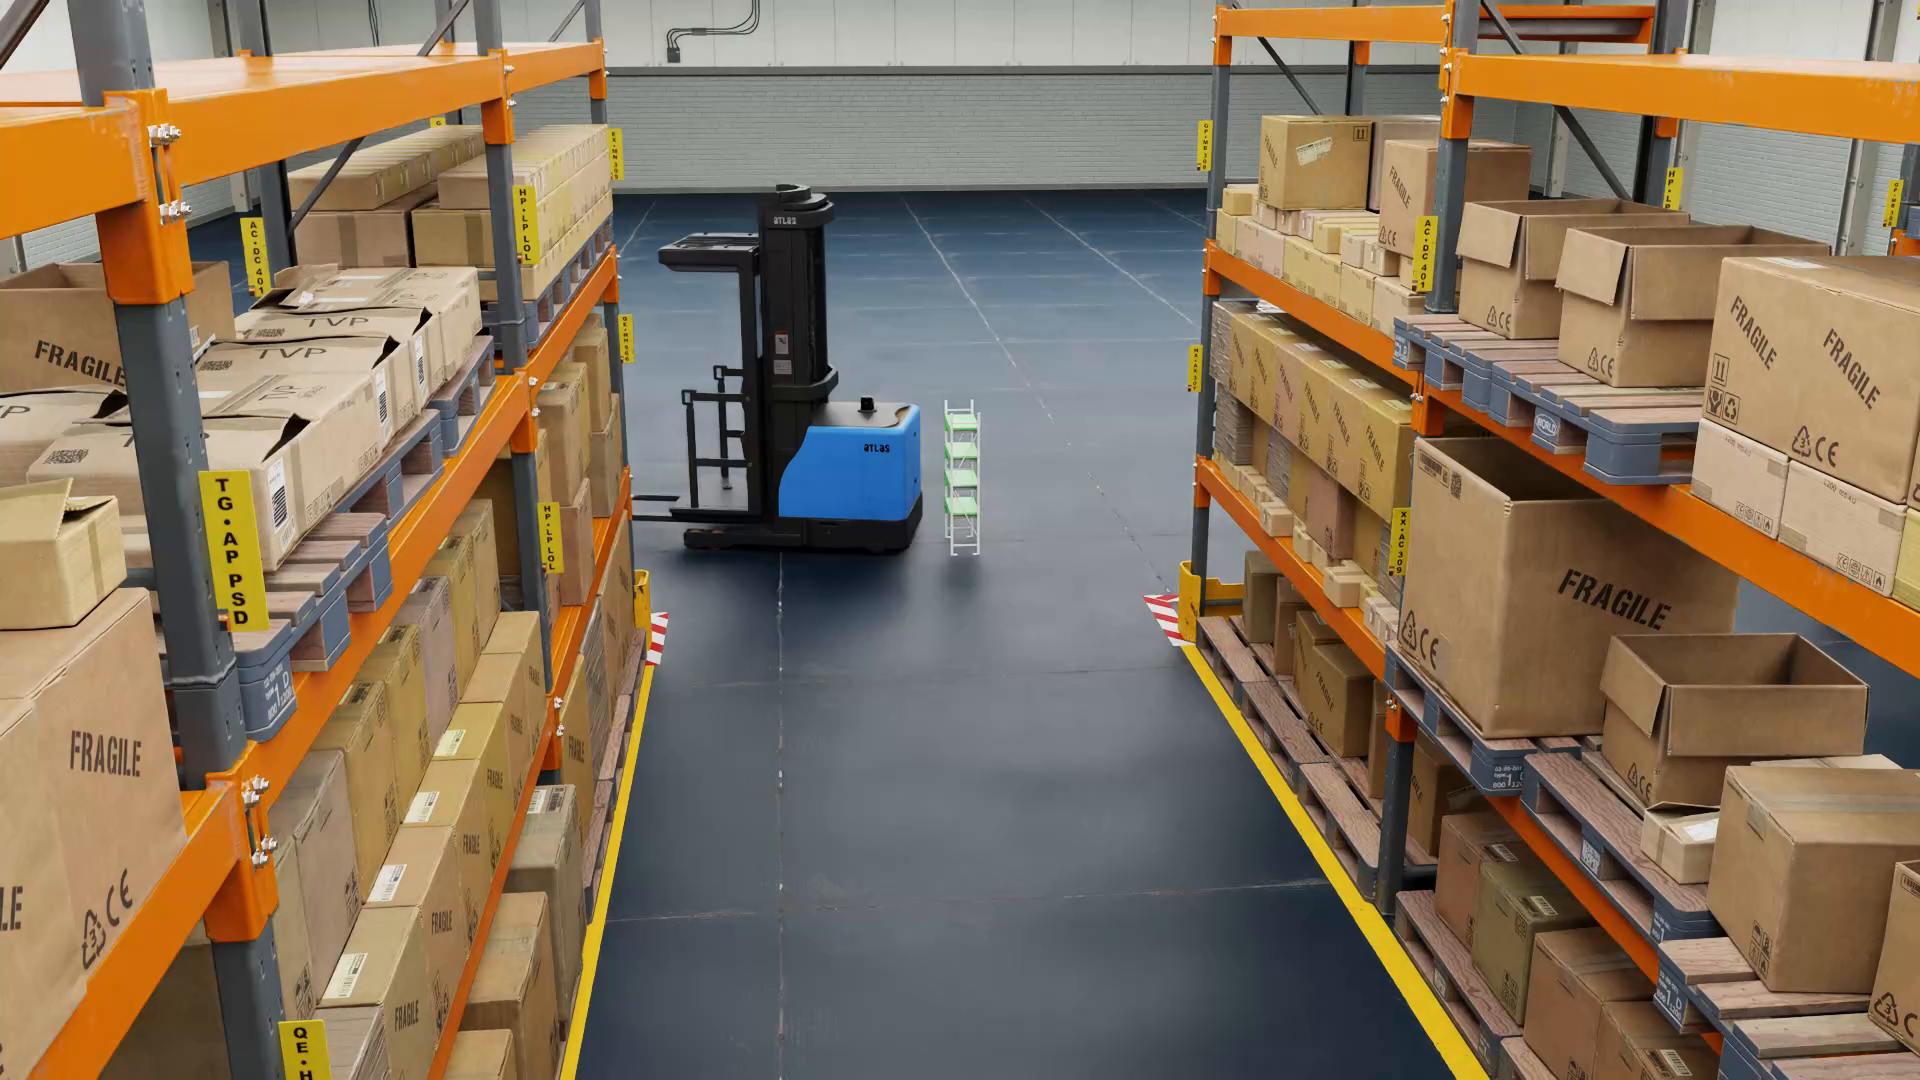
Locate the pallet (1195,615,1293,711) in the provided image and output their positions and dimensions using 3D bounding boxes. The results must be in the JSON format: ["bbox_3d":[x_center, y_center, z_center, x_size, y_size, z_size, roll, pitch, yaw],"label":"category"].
[{"bbox_3d":[2.226,0.807,11.254,1.003,0.211,1.213,-2,18,-6],"label":"pallet"}]

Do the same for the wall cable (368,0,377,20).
[{"bbox_3d":[-12.841,-13.824,39.938,3.097,2.526,0.112,-2,18,-6],"label":"wall cable"}]

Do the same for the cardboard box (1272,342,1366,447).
[{"bbox_3d":[2.110,-0.837,9.501,0.500,0.500,0.500,-2,18,-6],"label":"cardboard box"}]

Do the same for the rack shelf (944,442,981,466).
[{"bbox_3d":[0.017,-0.691,13.788,0.258,0.148,0.480,-2,18,-6],"label":"rack shelf"}]

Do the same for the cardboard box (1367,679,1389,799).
[{"bbox_3d":[2.514,1.104,9.125,0.500,0.500,0.500,4,18,12],"label":"cardboard box"}]

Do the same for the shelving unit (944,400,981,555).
[{"bbox_3d":[0.017,-0.523,13.840,0.258,1.200,0.503,-2,18,-6],"label":"shelving unit"}]

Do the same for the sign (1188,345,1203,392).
[{"bbox_3d":[1.629,-1.185,11.500,0.100,0.325,0.005,-2,18,-6],"label":"sign"}]

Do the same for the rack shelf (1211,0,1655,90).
[{"bbox_3d":[2.375,-2.711,8.994,1.077,0.370,4.000,-2,18,-6],"label":"rack shelf"}]

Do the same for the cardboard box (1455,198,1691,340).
[{"bbox_3d":[2.532,-1.135,6.903,0.797,0.503,0.637,-3,18,-8],"label":"cardboard box"}]

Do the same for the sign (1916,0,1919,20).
[{"bbox_3d":[6.548,-3.689,11.253,0.100,0.325,0.005,-2,18,-6],"label":"sign"}]

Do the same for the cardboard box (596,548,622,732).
[{"bbox_3d":[-2.546,0.609,10.074,0.875,0.875,0.875,-2,18,-7],"label":"cardboard box"}]

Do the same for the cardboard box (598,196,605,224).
[{"bbox_3d":[-2.351,-1.985,10.036,0.380,0.149,0.250,-2,17,-5],"label":"cardboard box"}]

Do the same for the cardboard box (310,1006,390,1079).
[{"bbox_3d":[-1.727,1.528,4.136,0.500,0.500,0.500,-2,17,-5],"label":"cardboard box"}]

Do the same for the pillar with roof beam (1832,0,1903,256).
[{"bbox_3d":[11.744,-9.158,28.326,9.100,9.000,0.400,-2,18,-6],"label":"pillar with roof beam"}]

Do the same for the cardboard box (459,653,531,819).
[{"bbox_3d":[-1.990,0.776,6.531,0.500,0.500,0.500,-2,18,-6],"label":"cardboard box"}]

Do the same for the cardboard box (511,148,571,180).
[{"bbox_3d":[-2.194,-1.912,8.472,0.380,0.149,0.250,-2,18,-6],"label":"cardboard box"}]

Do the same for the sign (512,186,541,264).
[{"bbox_3d":[-1.824,-1.322,6.983,0.100,0.325,0.005,-2,18,-6],"label":"sign"}]

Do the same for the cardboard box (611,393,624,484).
[{"bbox_3d":[-2.692,-0.628,10.920,0.875,0.550,0.550,-2,18,-6],"label":"cardboard box"}]

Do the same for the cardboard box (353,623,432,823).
[{"bbox_3d":[-2.148,0.603,5.412,0.700,0.500,0.500,-2,18,-6],"label":"cardboard box"}]

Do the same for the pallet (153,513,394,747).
[{"bbox_3d":[-2.069,0.186,3.883,1.213,0.211,1.003,-1,17,-3],"label":"pallet"}]

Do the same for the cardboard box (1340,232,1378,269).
[{"bbox_3d":[2.158,-1.471,8.432,0.380,0.149,0.250,-2,18,-7],"label":"cardboard box"}]

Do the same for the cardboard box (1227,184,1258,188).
[{"bbox_3d":[1.968,-2.250,10.912,0.380,0.149,0.250,-2,18,-6],"label":"cardboard box"}]

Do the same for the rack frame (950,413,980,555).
[{"bbox_3d":[0.042,-0.450,13.609,0.240,1.200,0.015,-2,18,-6],"label":"rack frame"}]

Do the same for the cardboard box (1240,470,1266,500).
[{"bbox_3d":[2.025,-0.353,10.713,0.380,0.149,0.250,-2,18,-6],"label":"cardboard box"}]

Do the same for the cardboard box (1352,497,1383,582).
[{"bbox_3d":[2.580,-0.073,8.738,0.875,0.500,0.500,-2,18,-6],"label":"cardboard box"}]

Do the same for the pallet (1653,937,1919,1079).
[{"bbox_3d":[2.815,1.477,4.785,1.213,0.211,1.003,-2,18,-6],"label":"pallet"}]

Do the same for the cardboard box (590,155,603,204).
[{"bbox_3d":[-2.396,-2.129,9.829,0.500,0.250,0.500,-2,18,-6],"label":"cardboard box"}]

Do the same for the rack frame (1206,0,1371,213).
[{"bbox_3d":[2.169,-3.651,10.784,1.000,3.000,0.127,-2,18,-6],"label":"rack frame"}]

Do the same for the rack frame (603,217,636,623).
[{"bbox_3d":[-2.775,-0.666,11.291,1.000,3.000,0.127,-2,18,-6],"label":"rack frame"}]

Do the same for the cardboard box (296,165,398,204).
[{"bbox_3d":[-2.743,-1.588,7.441,0.380,0.149,0.250,-2,18,-6],"label":"cardboard box"}]

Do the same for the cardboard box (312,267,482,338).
[{"bbox_3d":[-2.130,-0.876,6.335,0.500,0.250,0.500,-2,17,-5],"label":"cardboard box"}]

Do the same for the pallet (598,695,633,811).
[{"bbox_3d":[-2.492,1.263,9.802,1.003,0.211,1.213,-2,18,-6],"label":"pallet"}]

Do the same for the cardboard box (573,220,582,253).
[{"bbox_3d":[-2.219,-1.606,8.827,0.380,0.149,0.250,-2,17,-5],"label":"cardboard box"}]

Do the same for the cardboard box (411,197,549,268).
[{"bbox_3d":[-2.134,-1.378,7.437,0.500,0.250,0.500,-2,18,-5],"label":"cardboard box"}]

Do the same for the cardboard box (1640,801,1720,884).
[{"bbox_3d":[2.554,0.970,5.604,0.396,0.266,0.258,-2,18,-7],"label":"cardboard box"}]

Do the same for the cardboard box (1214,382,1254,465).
[{"bbox_3d":[2.199,-0.814,11.099,0.875,0.500,0.500,-2,18,-6],"label":"cardboard box"}]

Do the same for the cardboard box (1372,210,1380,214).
[{"bbox_3d":[2.635,-1.878,9.728,0.380,0.149,0.250,-3,18,-8],"label":"cardboard box"}]

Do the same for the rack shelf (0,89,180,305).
[{"bbox_3d":[-1.743,-0.015,1.070,1.077,0.370,4.000,-2,18,-6],"label":"rack shelf"}]

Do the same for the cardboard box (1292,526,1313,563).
[{"bbox_3d":[2.127,0.020,9.524,0.380,0.149,0.250,-2,18,-6],"label":"cardboard box"}]

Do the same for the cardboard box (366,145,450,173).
[{"bbox_3d":[-2.874,-1.966,8.642,0.380,0.149,0.250,-2,17,-5],"label":"cardboard box"}]

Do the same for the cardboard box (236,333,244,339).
[{"bbox_3d":[-2.476,-0.608,5.649,0.380,0.149,0.250,-2,18,-6],"label":"cardboard box"}]

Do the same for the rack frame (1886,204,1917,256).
[{"bbox_3d":[7.096,-0.942,12.170,1.000,3.000,0.127,-2,18,-6],"label":"rack frame"}]

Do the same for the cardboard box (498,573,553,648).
[{"bbox_3d":[-2.412,0.345,7.821,0.875,0.550,0.550,-2,18,-6],"label":"cardboard box"}]

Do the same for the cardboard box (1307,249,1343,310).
[{"bbox_3d":[2.174,-1.392,8.847,0.500,0.250,0.500,-2,18,-6],"label":"cardboard box"}]

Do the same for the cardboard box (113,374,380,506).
[{"bbox_3d":[-1.857,-0.262,4.378,0.500,0.250,0.500,-1,17,-4],"label":"cardboard box"}]

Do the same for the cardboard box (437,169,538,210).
[{"bbox_3d":[-2.062,-1.533,7.264,0.380,0.149,0.250,-2,18,-5],"label":"cardboard box"}]

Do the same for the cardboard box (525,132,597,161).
[{"bbox_3d":[-2.324,-2.288,9.669,0.380,0.149,0.250,-1,17,-5],"label":"cardboard box"}]

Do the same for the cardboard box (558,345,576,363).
[{"bbox_3d":[-2.704,-0.809,9.693,0.875,0.550,0.550,-2,18,-6],"label":"cardboard box"}]

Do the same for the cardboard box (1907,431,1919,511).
[{"bbox_3d":[2.696,-0.257,3.980,0.500,0.500,0.500,-1,17,-4],"label":"cardboard box"}]

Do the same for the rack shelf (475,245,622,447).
[{"bbox_3d":[-2.569,-1.158,9.051,1.077,0.370,4.000,-2,18,-6],"label":"rack shelf"}]

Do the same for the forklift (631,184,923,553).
[{"bbox_3d":[-1.884,-1.465,13.949,3.031,2.935,1.130,2,18,7],"label":"forklift"}]

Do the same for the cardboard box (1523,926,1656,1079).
[{"bbox_3d":[2.712,1.878,6.625,0.700,0.500,0.500,-3,18,-10],"label":"cardboard box"}]

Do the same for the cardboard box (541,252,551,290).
[{"bbox_3d":[-2.090,-1.230,7.630,0.380,0.149,0.250,-2,18,-5],"label":"cardboard box"}]

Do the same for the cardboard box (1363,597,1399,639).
[{"bbox_3d":[2.251,0.393,8.338,0.380,0.149,0.250,-2,18,-6],"label":"cardboard box"}]

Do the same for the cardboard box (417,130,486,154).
[{"bbox_3d":[-3.005,-2.346,9.853,0.380,0.149,0.250,-2,18,-6],"label":"cardboard box"}]

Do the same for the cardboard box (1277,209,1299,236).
[{"bbox_3d":[2.068,-1.861,9.674,0.380,0.149,0.250,-3,18,-8],"label":"cardboard box"}]
